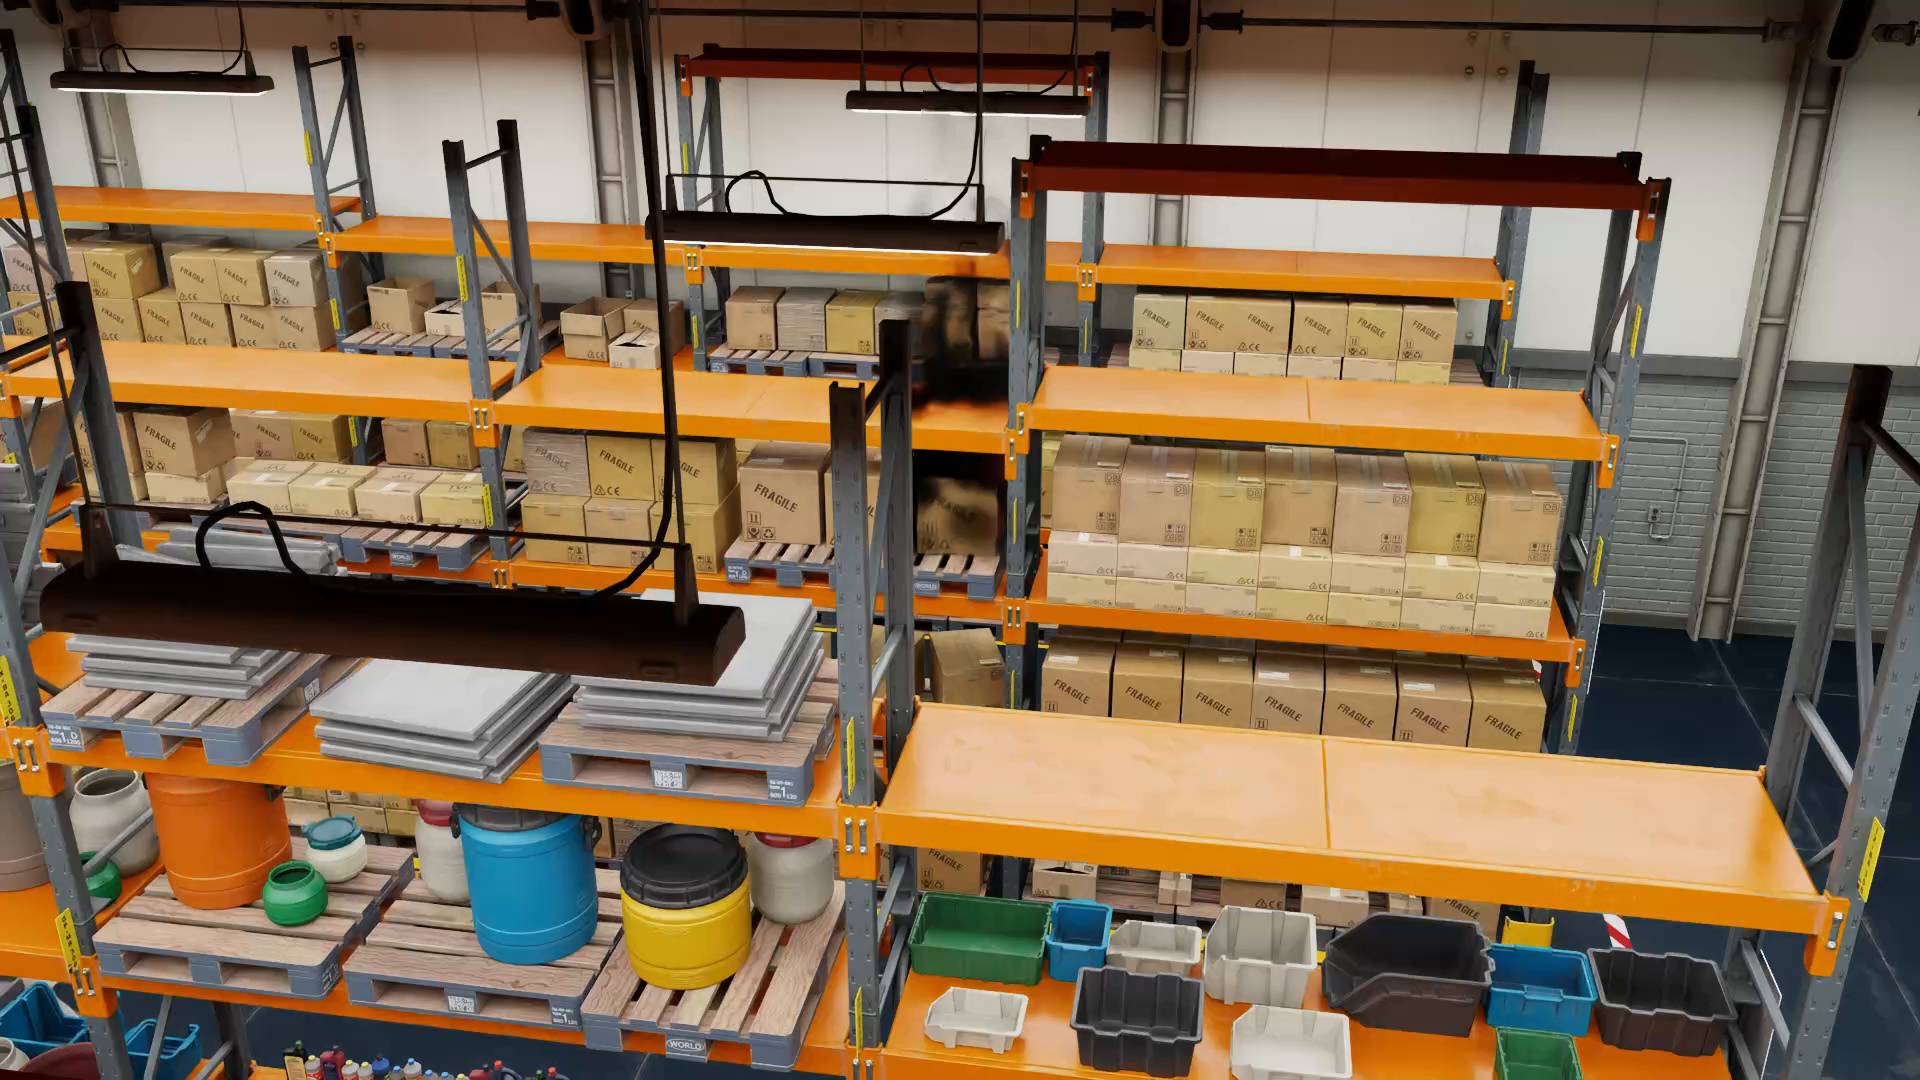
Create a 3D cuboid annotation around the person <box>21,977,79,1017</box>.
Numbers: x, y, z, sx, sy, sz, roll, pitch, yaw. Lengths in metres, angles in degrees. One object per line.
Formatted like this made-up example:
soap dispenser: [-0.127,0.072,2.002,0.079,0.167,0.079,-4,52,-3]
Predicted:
person: [-6.410,2.873,11.380,0.903,1.814,0.613,-2,23,-4]
